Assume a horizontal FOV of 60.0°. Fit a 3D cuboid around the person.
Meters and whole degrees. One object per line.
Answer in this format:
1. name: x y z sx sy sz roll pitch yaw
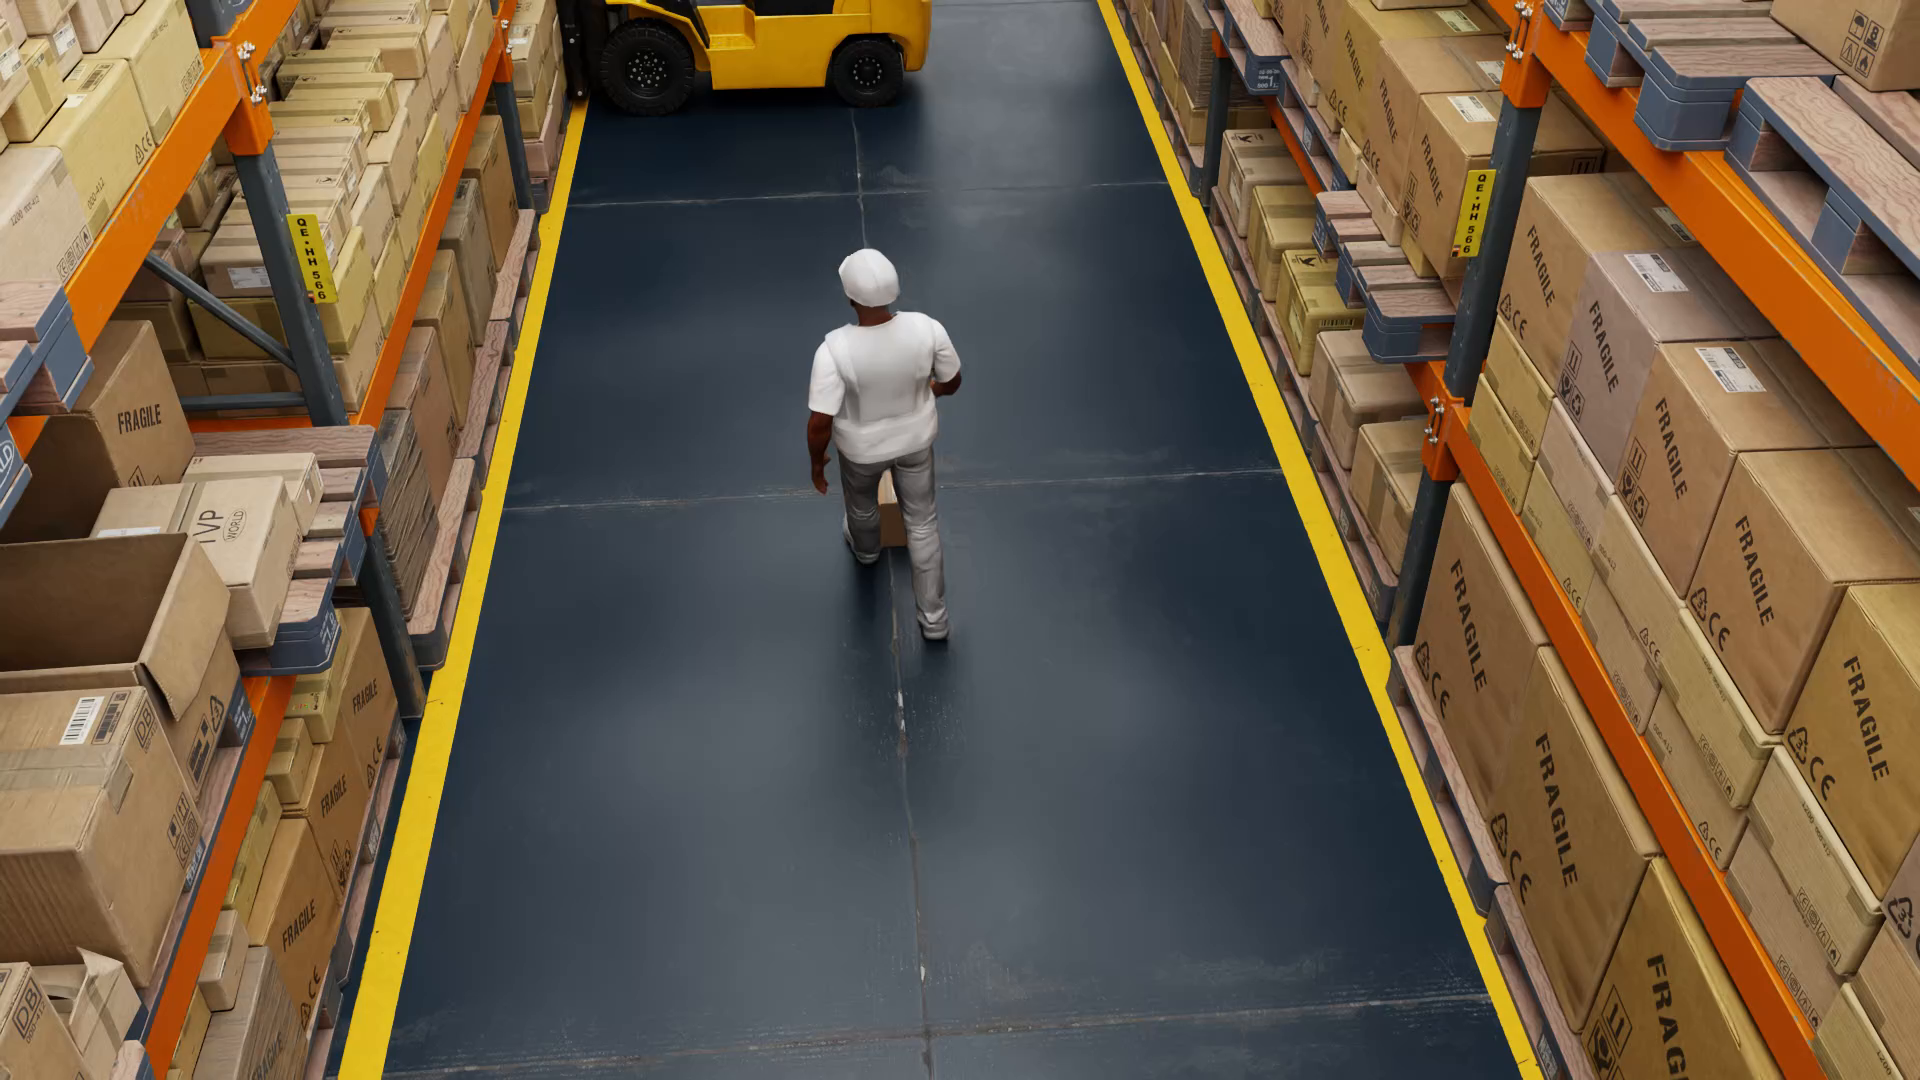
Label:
1. person: -0.323 -0.471 6.733 0.635 1.741 0.911 -7 39 -8
